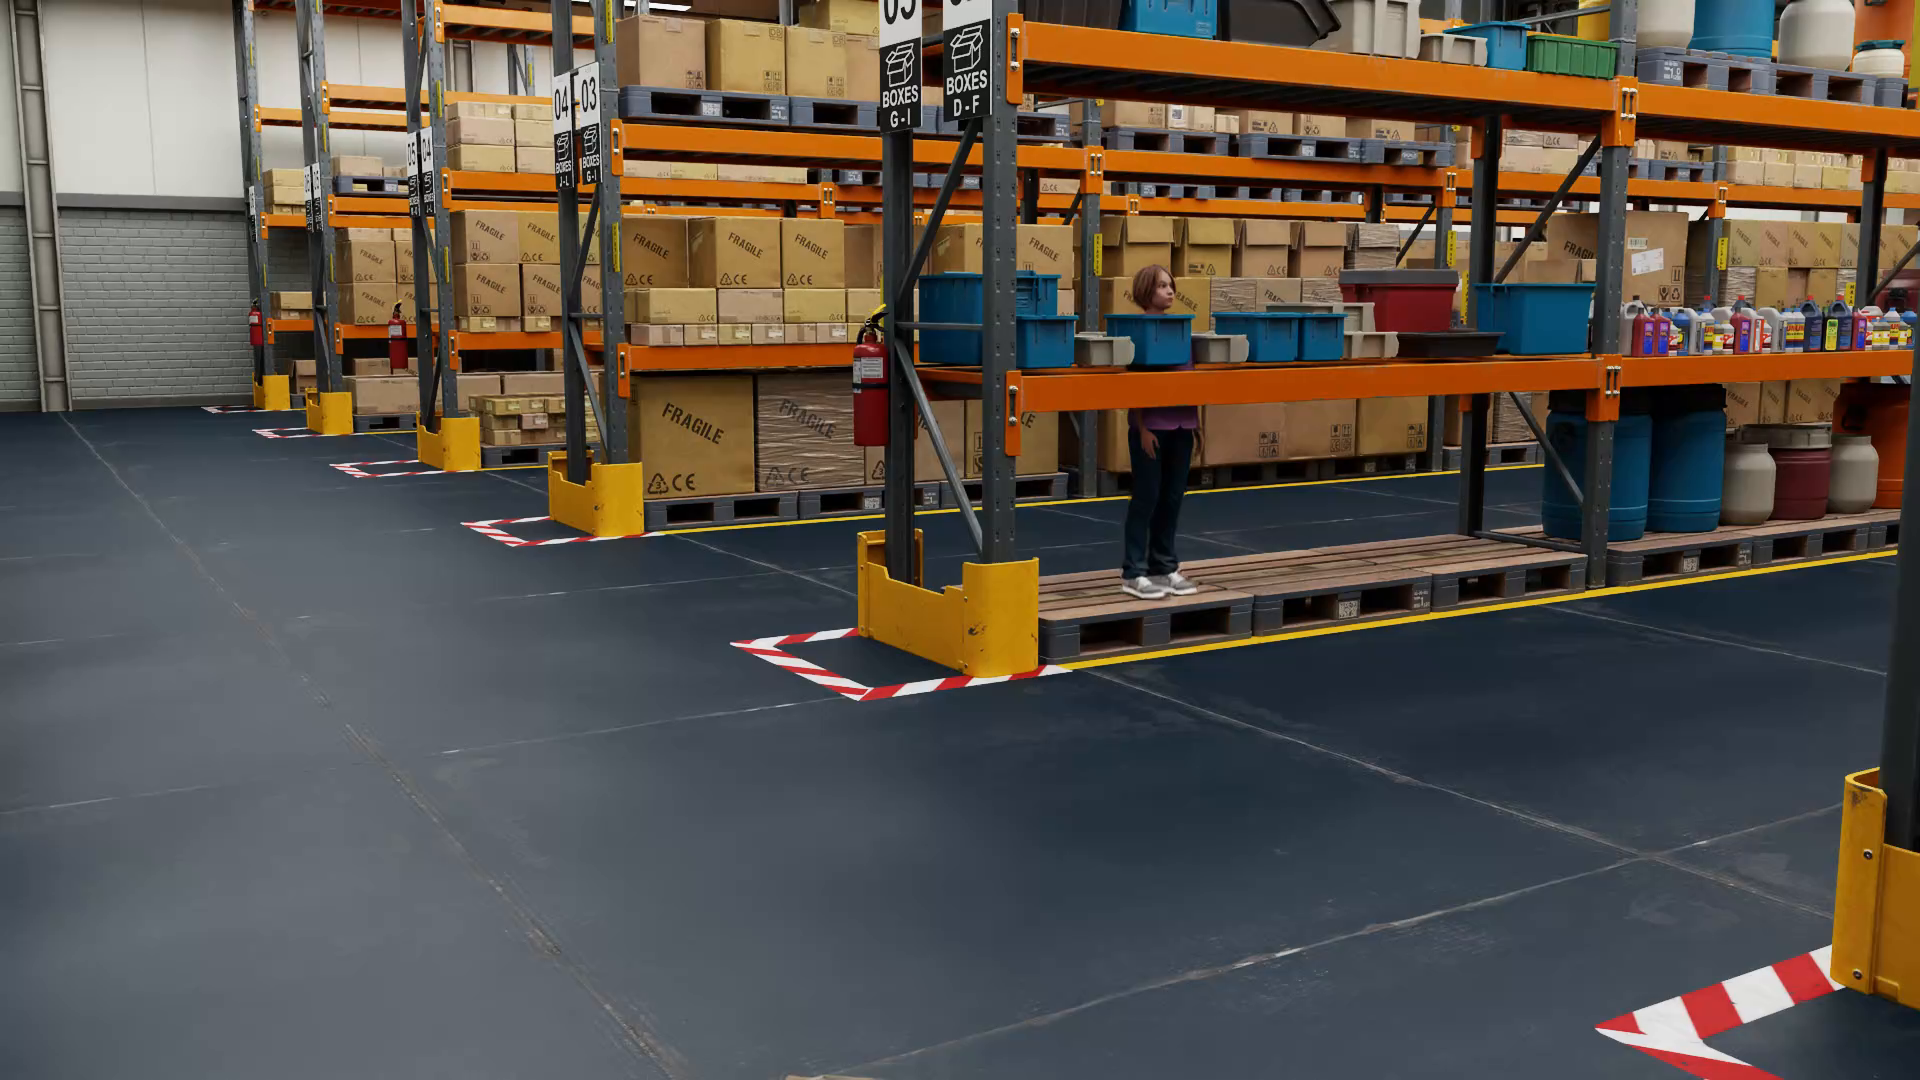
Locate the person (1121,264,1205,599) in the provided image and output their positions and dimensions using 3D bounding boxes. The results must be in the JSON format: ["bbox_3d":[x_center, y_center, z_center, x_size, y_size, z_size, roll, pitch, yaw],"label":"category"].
[{"bbox_3d":[0.963,-0.523,7.993,0.407,1.588,0.346,-6,10,-35],"label":"person"}]
